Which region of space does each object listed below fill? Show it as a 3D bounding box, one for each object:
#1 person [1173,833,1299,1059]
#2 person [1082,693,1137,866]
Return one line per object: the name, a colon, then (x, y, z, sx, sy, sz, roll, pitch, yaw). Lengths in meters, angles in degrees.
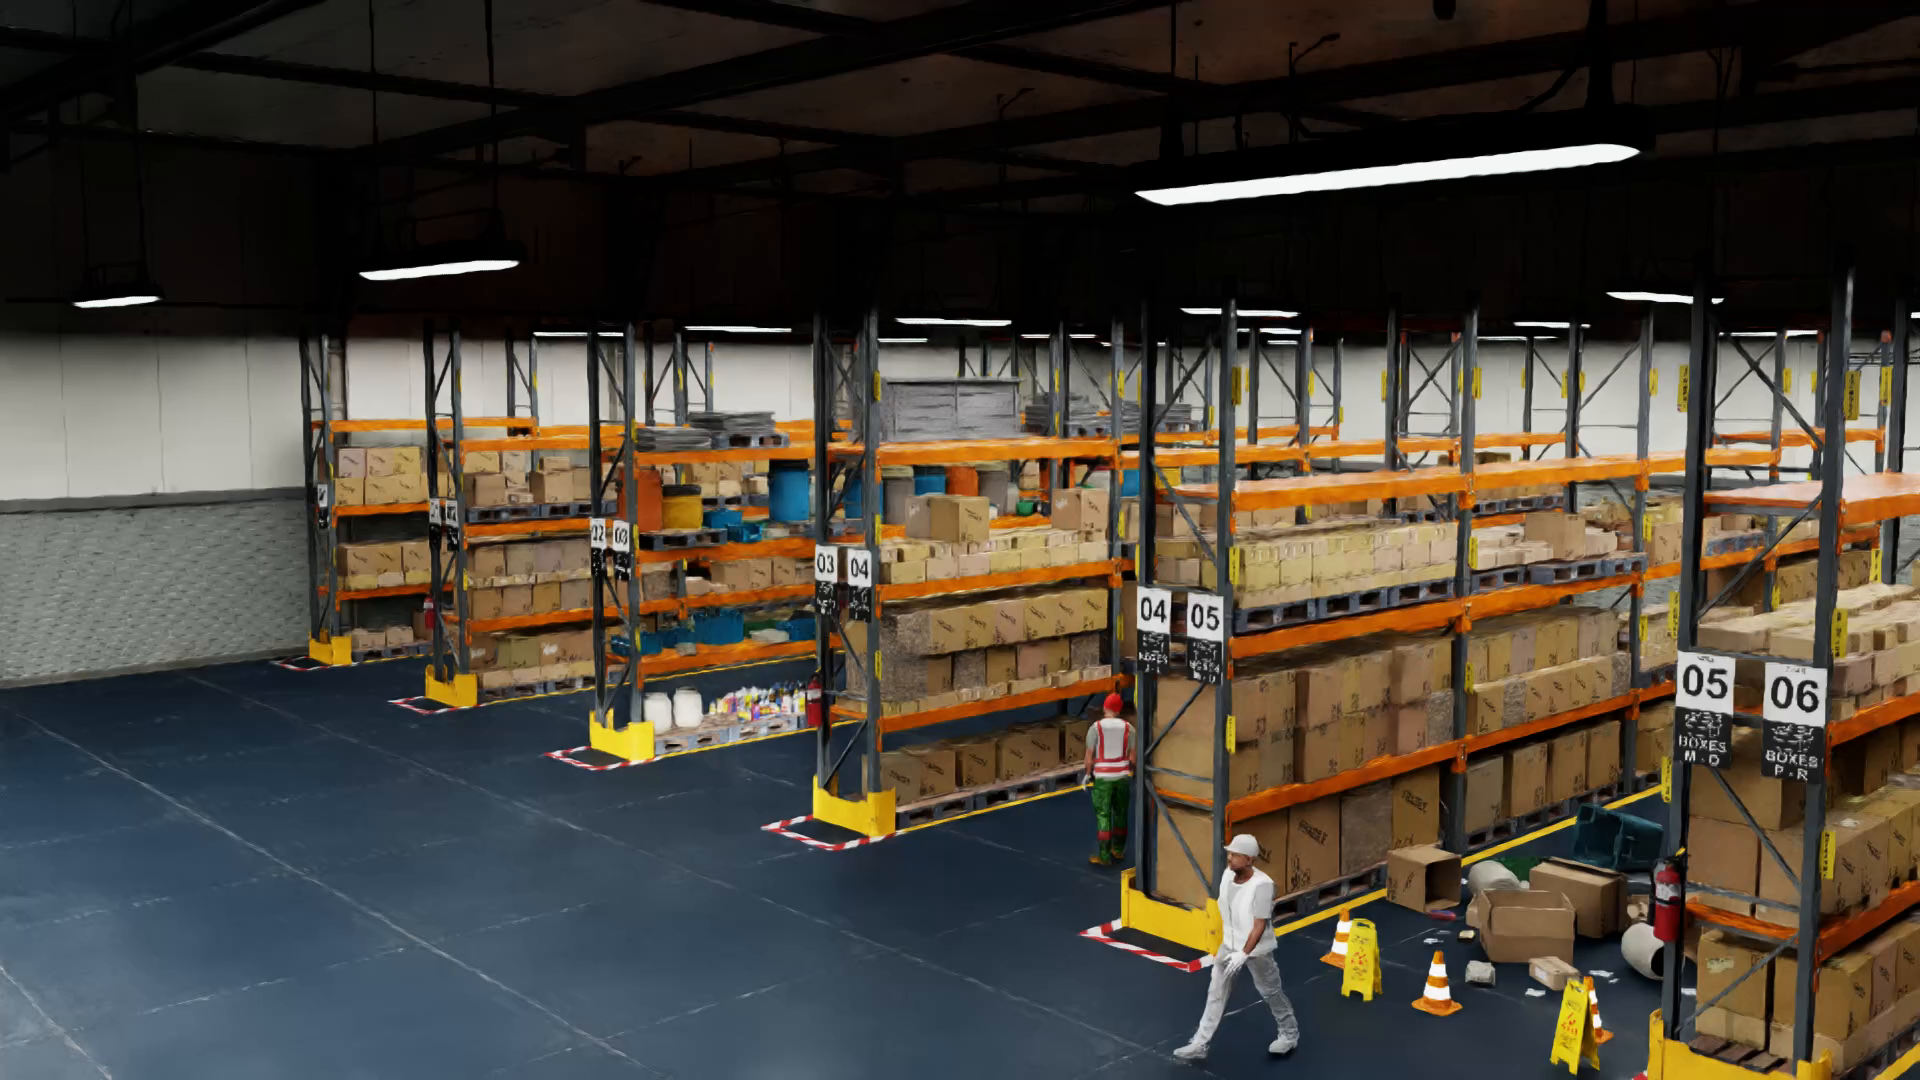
person: (2.108, 3.040, 12.432, 1.022, 1.721, 0.555, -4, 7, -33)
person: (1.604, 2.492, 17.568, 0.646, 1.785, 0.545, -2, 6, -15)
